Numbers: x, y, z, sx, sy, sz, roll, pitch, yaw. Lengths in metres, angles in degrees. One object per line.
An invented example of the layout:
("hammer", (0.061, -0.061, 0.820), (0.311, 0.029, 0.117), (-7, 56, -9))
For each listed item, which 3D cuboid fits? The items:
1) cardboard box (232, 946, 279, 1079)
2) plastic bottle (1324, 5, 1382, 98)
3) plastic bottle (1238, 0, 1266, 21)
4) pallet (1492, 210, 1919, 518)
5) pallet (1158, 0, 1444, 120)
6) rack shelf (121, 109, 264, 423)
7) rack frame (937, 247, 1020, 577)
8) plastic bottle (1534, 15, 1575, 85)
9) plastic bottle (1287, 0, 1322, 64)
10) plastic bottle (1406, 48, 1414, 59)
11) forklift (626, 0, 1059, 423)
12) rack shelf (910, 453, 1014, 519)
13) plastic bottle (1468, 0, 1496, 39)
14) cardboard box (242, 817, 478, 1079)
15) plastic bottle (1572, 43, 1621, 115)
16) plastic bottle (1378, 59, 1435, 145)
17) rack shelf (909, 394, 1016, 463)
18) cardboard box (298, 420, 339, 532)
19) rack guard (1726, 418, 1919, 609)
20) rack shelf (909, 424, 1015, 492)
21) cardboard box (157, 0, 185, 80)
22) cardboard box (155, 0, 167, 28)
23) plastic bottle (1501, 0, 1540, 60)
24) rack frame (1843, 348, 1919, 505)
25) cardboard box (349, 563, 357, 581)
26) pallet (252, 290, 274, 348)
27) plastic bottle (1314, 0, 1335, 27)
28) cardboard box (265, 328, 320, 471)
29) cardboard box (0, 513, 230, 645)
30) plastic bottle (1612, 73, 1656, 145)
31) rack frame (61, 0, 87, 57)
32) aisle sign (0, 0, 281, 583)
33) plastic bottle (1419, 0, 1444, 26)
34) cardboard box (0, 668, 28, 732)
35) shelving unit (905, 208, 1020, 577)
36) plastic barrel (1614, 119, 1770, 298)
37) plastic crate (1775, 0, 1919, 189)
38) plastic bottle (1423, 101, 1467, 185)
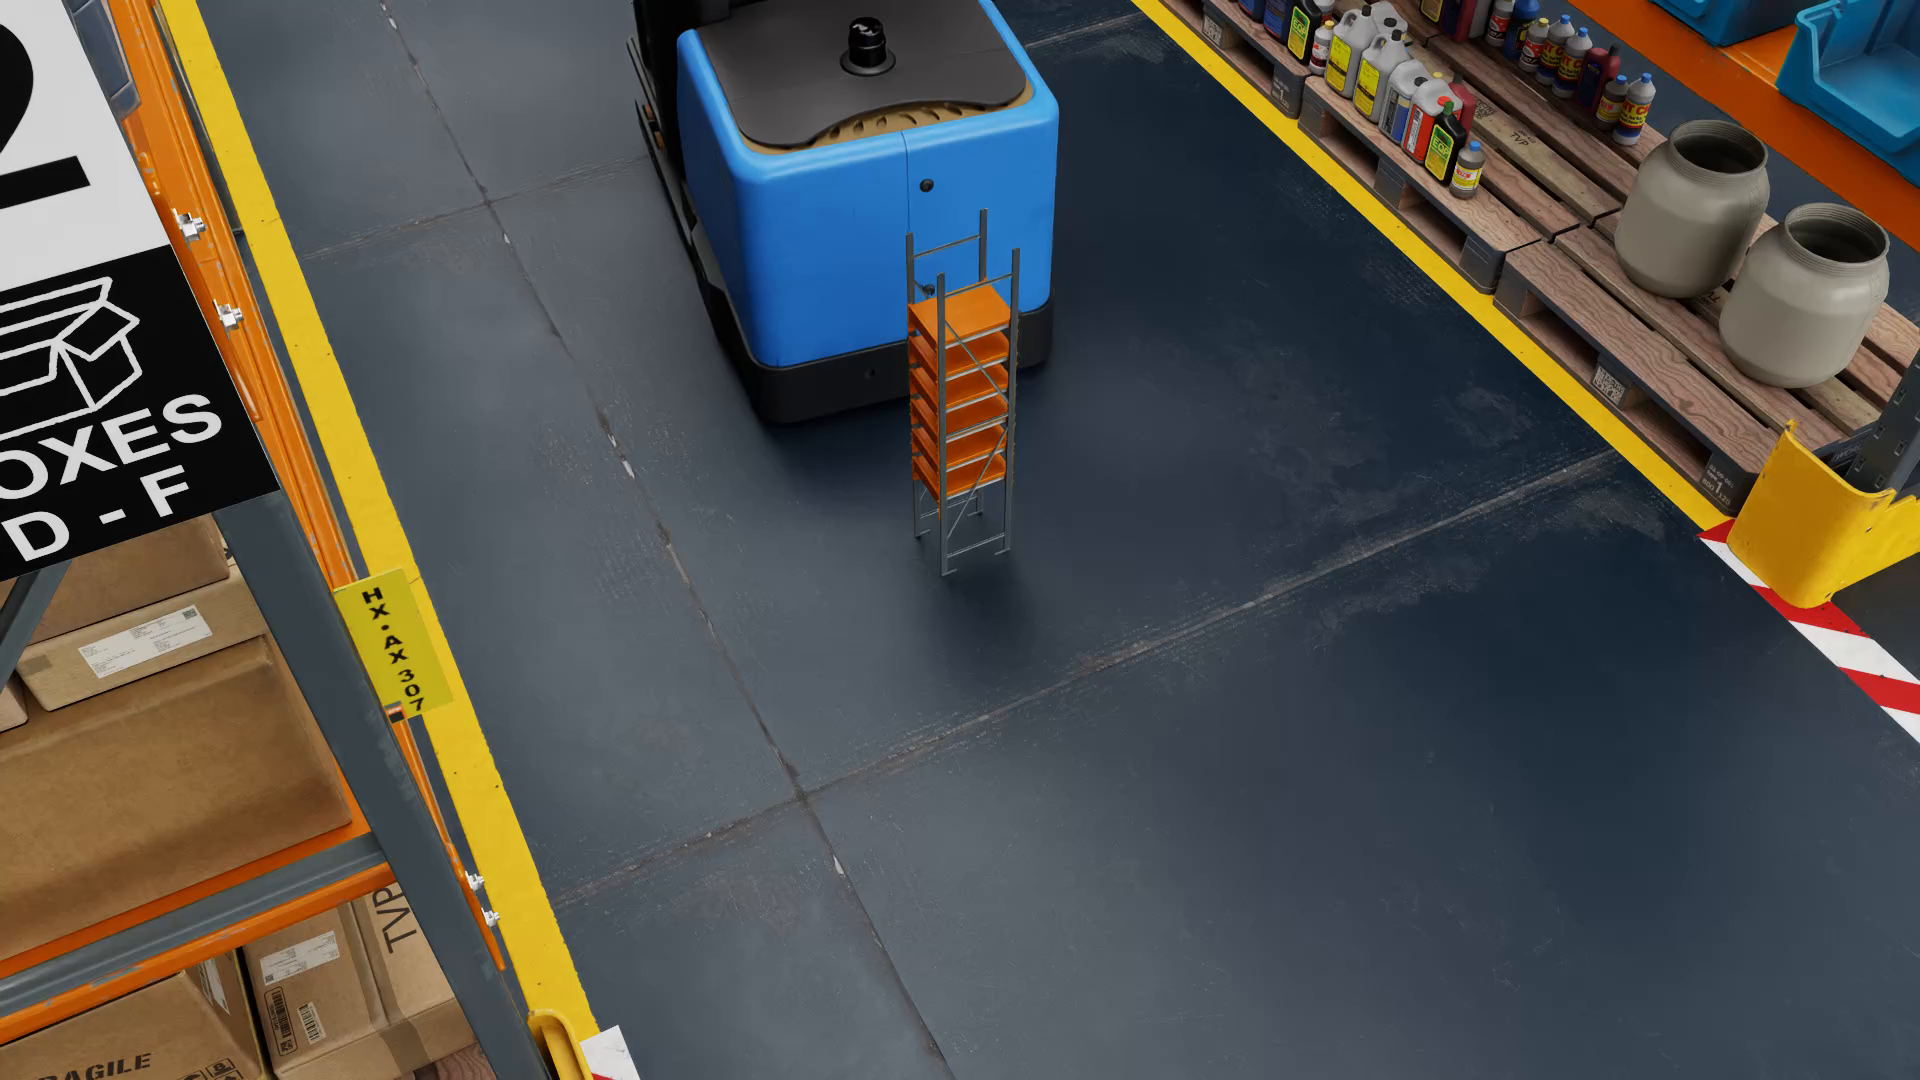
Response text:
("cardboard box", (-1.847, 1.170, 3.781), (0.500, 0.250, 0.500), (-21, 52, -18))
("plastic bottle", (1.518, -1.899, 6.386), (0.144, 0.351, 0.185), (-22, 52, -18))
("plastic bottle", (1.237, -2.310, 6.745), (0.144, 0.351, 0.185), (-20, 52, -17))
("pallet", (2.623, -0.705, 5.727), (1.003, 0.211, 1.213), (-21, 52, -18))
("pallet", (1.507, -2.338, 7.155), (1.003, 0.211, 1.213), (-21, 52, -18))
("rack shelf", (-2.255, -1.429, 2.992), (1.077, 0.370, 4.000), (-21, 52, -18))
("rack frame", (0.049, -0.324, 4.736), (0.240, 1.200, 0.006), (-21, 52, -18))
("plastic bottle", (2.312, -1.907, 6.445), (0.097, 0.271, 0.097), (0, 49, 0))
("plastic bottle", (1.362, -2.036, 6.551), (0.061, 0.283, 0.133), (-19, 52, -16))
("plastic bottle", (1.690, -1.796, 6.395), (0.097, 0.201, 0.097), (0, 49, 0))
("forklift", (-0.641, -2.488, 5.479), (1.130, 2.935, 3.031), (-14, 50, -12))
("rack shelf", (0.007, -0.198, 5.004), (0.258, 0.103, 0.180), (-21, 52, -18))
("plastic bottle", (2.094, -2.182, 6.683), (0.152, 0.276, 0.135), (-20, 52, -17))
("cardboard box", (-1.387, 0.992, 3.937), (0.500, 0.250, 0.500), (-21, 52, -18))
("plastic bottle", (2.427, -1.772, 6.320), (0.061, 0.283, 0.133), (-20, 52, -17))
("plastic bottle", (1.682, -1.640, 6.209), (0.152, 0.276, 0.135), (-23, 53, -19))
("rack shelf", (0.007, -0.356, 4.823), (0.258, 0.103, 0.180), (-21, 52, -18))
("cardboard box", (-2.071, -0.260, 4.534), (0.500, 0.500, 0.500), (-21, 52, -18))
("rack guard", (2.990, -0.255, 5.141), (1.175, 0.500, 0.348), (-21, 52, -18))
("rack shelf", (0.007, -0.277, 4.914), (0.258, 0.103, 0.180), (-21, 52, -18))
("cardboard box", (-3.367, -1.947, 6.508), (0.500, 0.250, 0.500), (-20, 52, -17))
("cardboard box", (-3.362, -2.133, 6.298), (0.500, 0.311, 0.500), (-22, 52, -18))
("plastic bottle", (2.219, -2.042, 6.564), (0.097, 0.271, 0.097), (0, 49, 0))
("rack frame", (3.067, -1.043, 4.169), (1.000, 3.000, 0.127), (-21, 52, -18))
("cardboard box", (-1.847, 0.324, 4.522), (0.500, 0.250, 0.500), (-21, 52, -18))
("pallet", (-2.843, -0.552, 5.592), (1.003, 0.211, 1.213), (-21, 52, -18))
("plastic bottle", (1.424, -2.072, 6.589), (0.097, 0.271, 0.097), (0, 49, 0))
("cardboard box", (-2.301, -0.347, 5.108), (0.500, 0.250, 0.500), (-21, 52, -18))
("cardboard box", (-1.566, -0.152, 2.462), (0.700, 0.500, 0.500), (-21, 52, -17))
("plastic bottle", (2.514, -1.610, 6.186), (0.097, 0.271, 0.097), (0, 49, 0))
("rack frame", (-1.339, -1.314, 0.421), (1.000, 3.000, 0.127), (-21, 52, -18))
("aisle sign", (-1.037, -0.257, 1.755), (0.394, 0.787, 0.004), (-21, 52, -18))
("plastic bottle", (1.944, -2.242, 6.730), (0.061, 0.283, 0.133), (-21, 52, -18))
("cardboard box", (-1.684, 0.224, 2.564), (0.380, 0.149, 0.250), (-22, 52, -18))
("shelving unit", (0.007, -0.385, 4.790), (0.258, 1.200, 0.189), (-21, 52, -18))
("plastic barrel", (2.468, -1.112, 5.603), (0.421, 0.512, 0.421), (0, 49, 0))
("plastic crate", (2.572, -1.226, 4.428), (0.499, 0.251, 0.616), (-21, 52, -18))
("plastic bottle", (1.767, -1.444, 6.032), (0.061, 0.283, 0.133), (-20, 52, -17))
